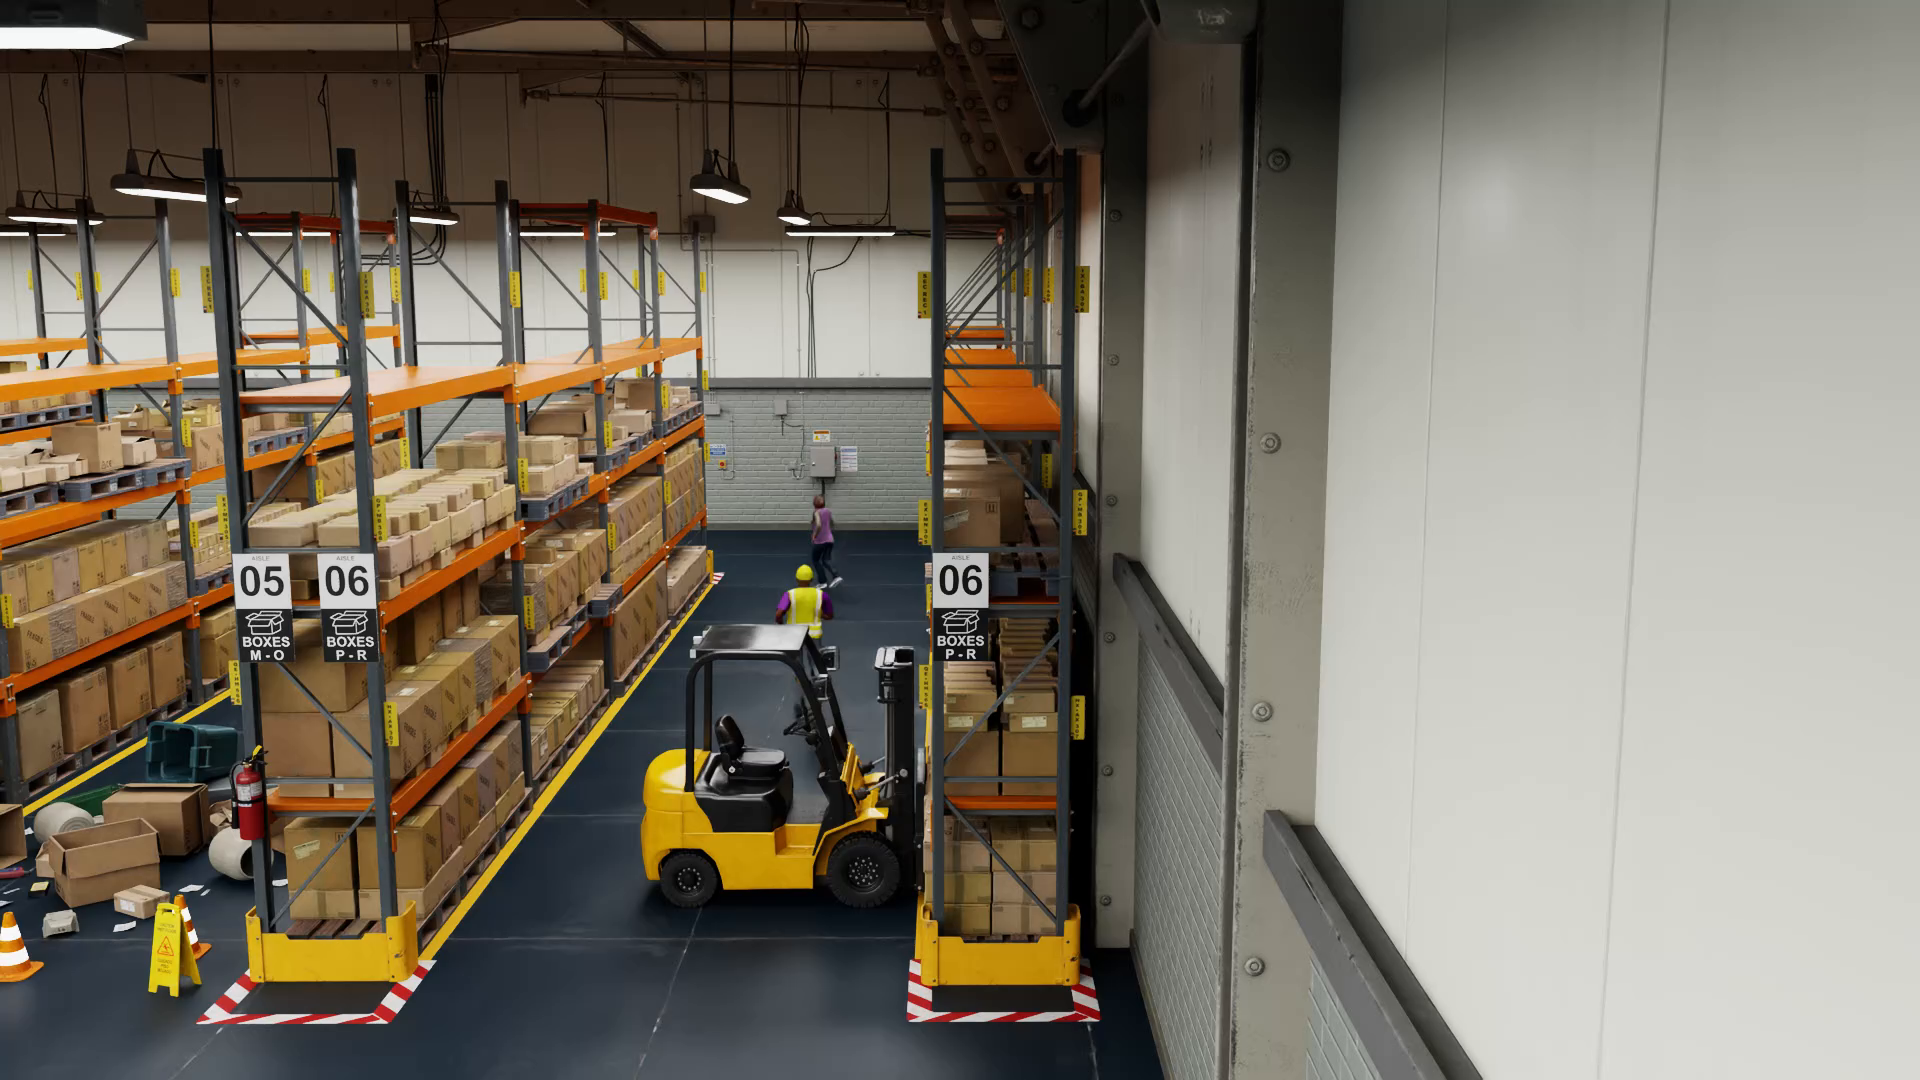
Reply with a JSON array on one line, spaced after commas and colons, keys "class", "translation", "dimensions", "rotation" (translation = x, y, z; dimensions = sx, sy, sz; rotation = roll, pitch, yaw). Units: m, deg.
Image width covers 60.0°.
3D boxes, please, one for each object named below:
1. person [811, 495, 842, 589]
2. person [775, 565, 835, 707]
[{"class": "person", "translation": [-2.151, 0.068, 27.141], "dimensions": [0.712, 1.580, 0.529], "rotation": [9, 12, 43]}, {"class": "person", "translation": [-1.842, 1.117, 19.727], "dimensions": [0.716, 1.671, 0.948], "rotation": [-2, 9, -10]}]
